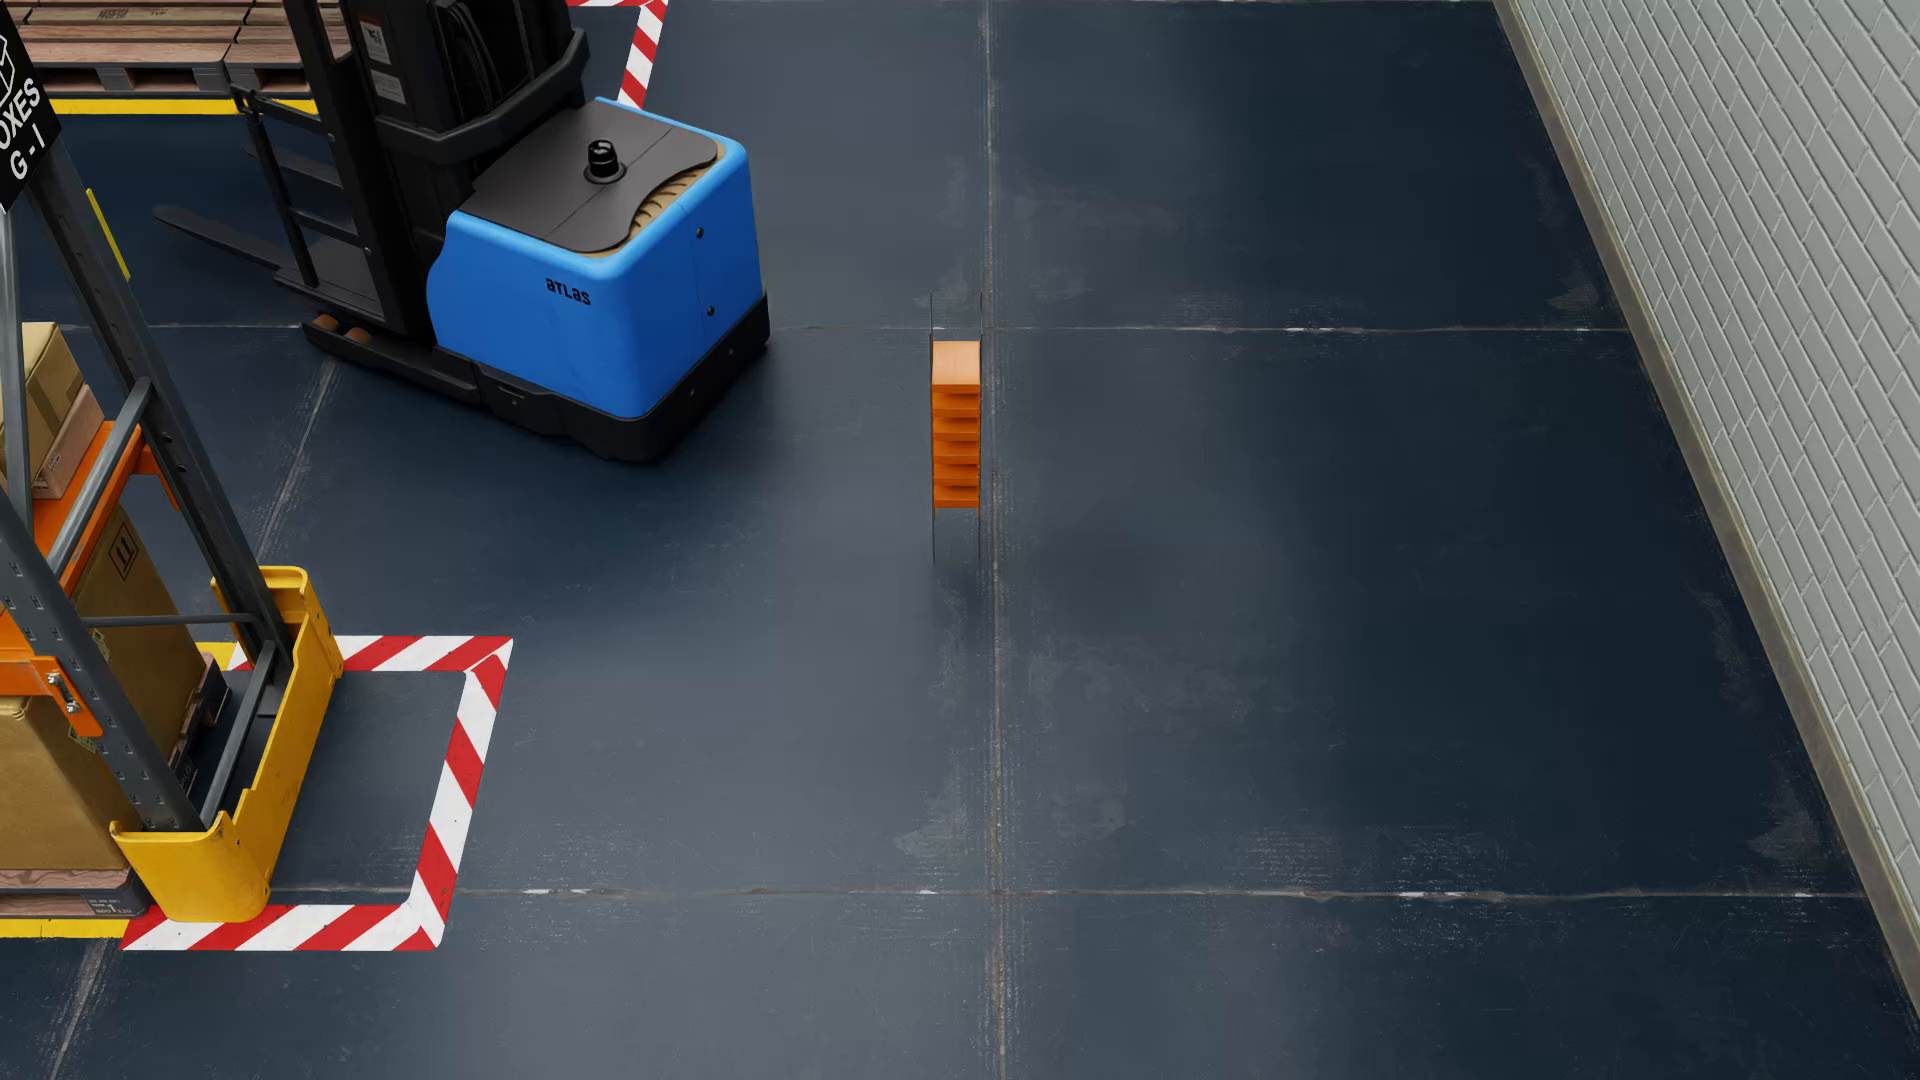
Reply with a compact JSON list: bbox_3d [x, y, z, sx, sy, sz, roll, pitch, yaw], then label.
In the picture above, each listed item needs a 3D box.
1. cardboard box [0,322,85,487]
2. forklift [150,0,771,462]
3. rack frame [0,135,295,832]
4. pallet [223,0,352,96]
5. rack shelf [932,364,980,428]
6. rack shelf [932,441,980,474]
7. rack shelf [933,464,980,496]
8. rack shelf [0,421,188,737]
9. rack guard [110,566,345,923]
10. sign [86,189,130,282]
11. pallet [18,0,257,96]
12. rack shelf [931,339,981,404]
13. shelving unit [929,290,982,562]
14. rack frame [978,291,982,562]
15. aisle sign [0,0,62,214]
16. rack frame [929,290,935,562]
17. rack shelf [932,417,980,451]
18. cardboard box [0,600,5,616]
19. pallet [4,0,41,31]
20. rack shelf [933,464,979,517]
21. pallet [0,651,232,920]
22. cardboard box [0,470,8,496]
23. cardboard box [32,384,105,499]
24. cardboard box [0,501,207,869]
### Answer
[{"bbox_3d":[-3.039,-0.406,5.059,0.500,0.250,0.500,-1,47,-1],"label":"cardboard box"},{"bbox_3d":[-2.411,-2.115,6.798,3.031,2.935,1.130,22,51,19],"label":"forklift"},{"bbox_3d":[-2.560,-0.157,4.927,0.127,3.000,1.000,0,47,0],"label":"rack frame"},{"bbox_3d":[-3.366,-2.863,9.351,1.213,0.211,1.003,0,47,0],"label":"pallet"},{"bbox_3d":[-0.014,-0.542,6.248,0.180,0.103,0.258,0,47,0],"label":"rack shelf"},{"bbox_3d":[-0.014,-0.379,6.424,0.180,0.103,0.258,0,47,0],"label":"rack shelf"},{"bbox_3d":[-0.014,-0.297,6.512,0.180,0.103,0.258,0,47,0],"label":"rack shelf"},{"bbox_3d":[-4.560,0.083,5.196,4.000,0.370,1.077,0,47,0],"label":"rack shelf"},{"bbox_3d":[-2.536,0.695,5.842,0.348,0.500,1.175,0,47,0],"label":"rack guard"},{"bbox_3d":[-2.552,-0.885,4.960,0.005,0.325,0.100,0,47,0],"label":"sign"},{"bbox_3d":[-4.583,-2.868,9.356,1.213,0.211,1.003,0,47,0],"label":"pallet"},{"bbox_3d":[-0.014,-0.624,6.161,0.180,0.103,0.258,0,47,0],"label":"rack shelf"},{"bbox_3d":[-0.014,-0.409,6.392,0.189,1.200,0.258,0,47,0],"label":"shelving unit"},{"bbox_3d":[0.077,-0.409,6.391,0.006,1.200,0.240,0,47,0],"label":"rack frame"},{"bbox_3d":[-2.487,-1.262,4.180,0.004,0.787,0.394,0,47,0],"label":"aisle sign"},{"bbox_3d":[-0.106,-0.409,6.392,0.006,1.200,0.240,0,47,0],"label":"rack frame"},{"bbox_3d":[-0.014,-0.460,6.336,0.180,0.103,0.258,0,47,0],"label":"rack shelf"},{"bbox_3d":[-2.918,0.169,4.796,0.250,0.149,0.380,1,47,1],"label":"cardboard box"},{"bbox_3d":[-5.806,-2.869,9.357,1.213,0.211,1.003,0,47,0],"label":"pallet"},{"bbox_3d":[-0.014,-0.215,6.600,0.180,0.103,0.258,0,47,0],"label":"rack shelf"},{"bbox_3d":[-3.360,0.848,5.897,1.213,0.211,1.003,0,47,0],"label":"pallet"},{"bbox_3d":[-3.046,-0.014,4.694,0.500,0.250,0.500,-1,47,0],"label":"cardboard box"},{"bbox_3d":[-2.914,-0.314,5.245,0.250,0.149,0.380,1,47,1],"label":"cardboard box"},{"bbox_3d":[-3.201,0.481,5.499,0.875,0.875,0.875,0,47,0],"label":"cardboard box"}]
